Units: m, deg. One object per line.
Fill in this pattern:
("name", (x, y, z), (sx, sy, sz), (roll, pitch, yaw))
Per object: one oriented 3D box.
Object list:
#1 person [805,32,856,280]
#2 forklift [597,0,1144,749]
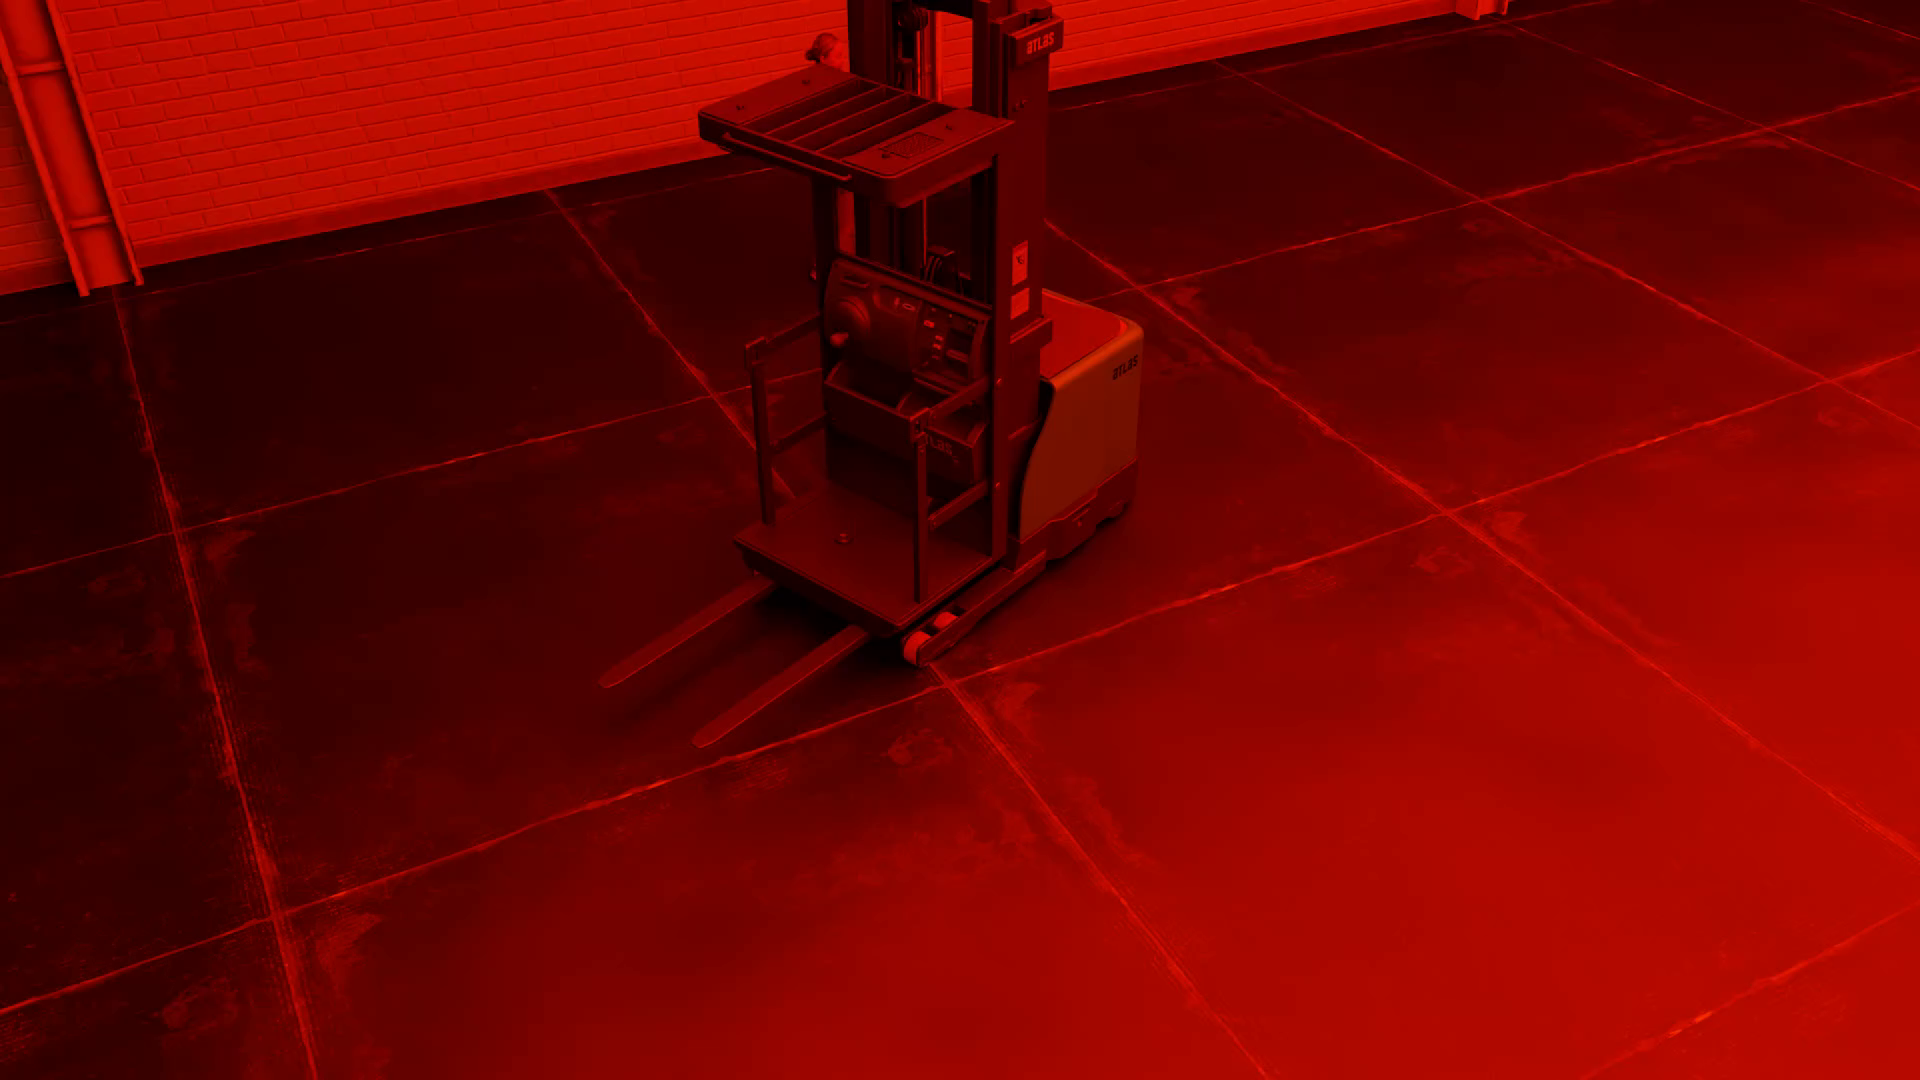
("person", (-0.790, -2.420, 10.654), (0.374, 1.659, 0.574), (-15, 38, -20))
("forklift", (-0.390, -0.927, 7.434), (1.130, 2.935, 3.031), (26, 43, 31))
